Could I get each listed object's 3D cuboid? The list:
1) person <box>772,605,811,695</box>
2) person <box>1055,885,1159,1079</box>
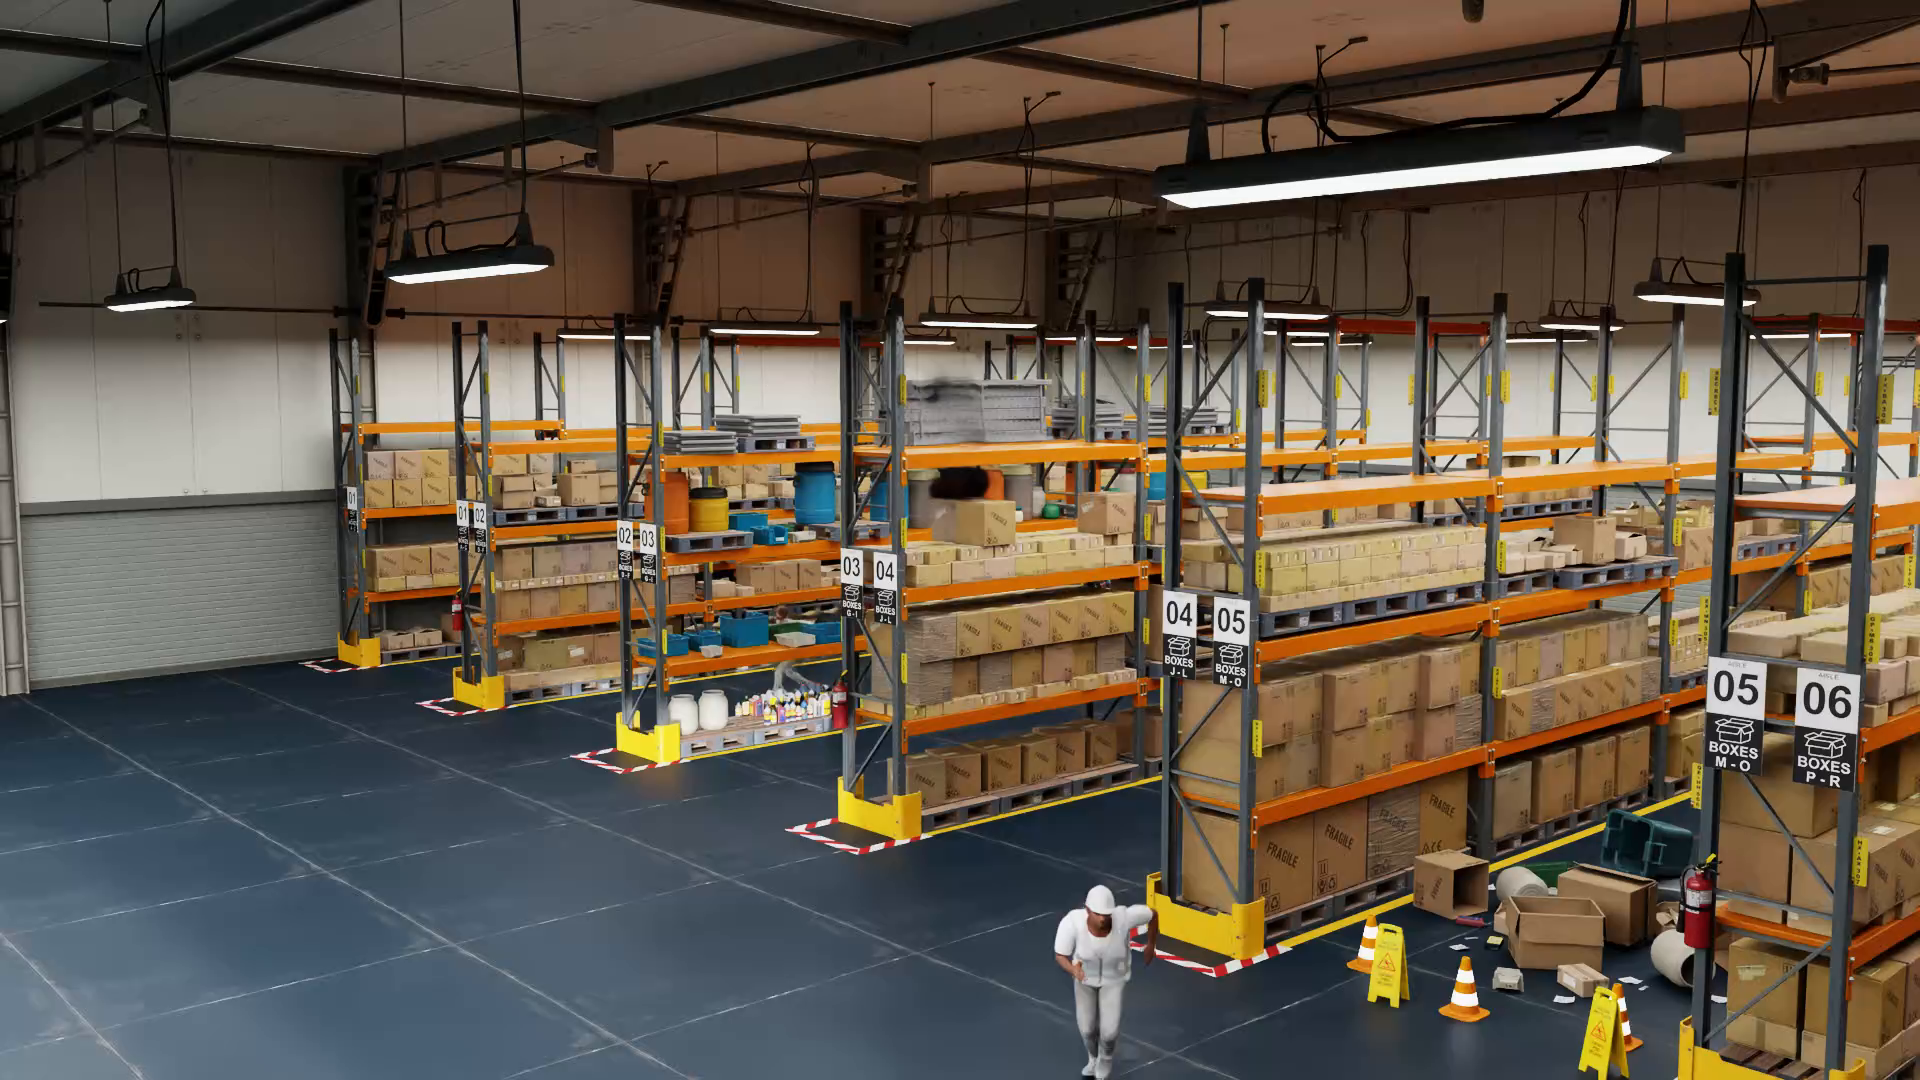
[{"bbox_3d":[-2.691,1.805,26.031,0.912,1.605,0.562,-5,8,-42],"label":"person"},{"bbox_3d":[1.051,3.182,11.930,0.739,1.588,0.914,1,6,5],"label":"person"}]
